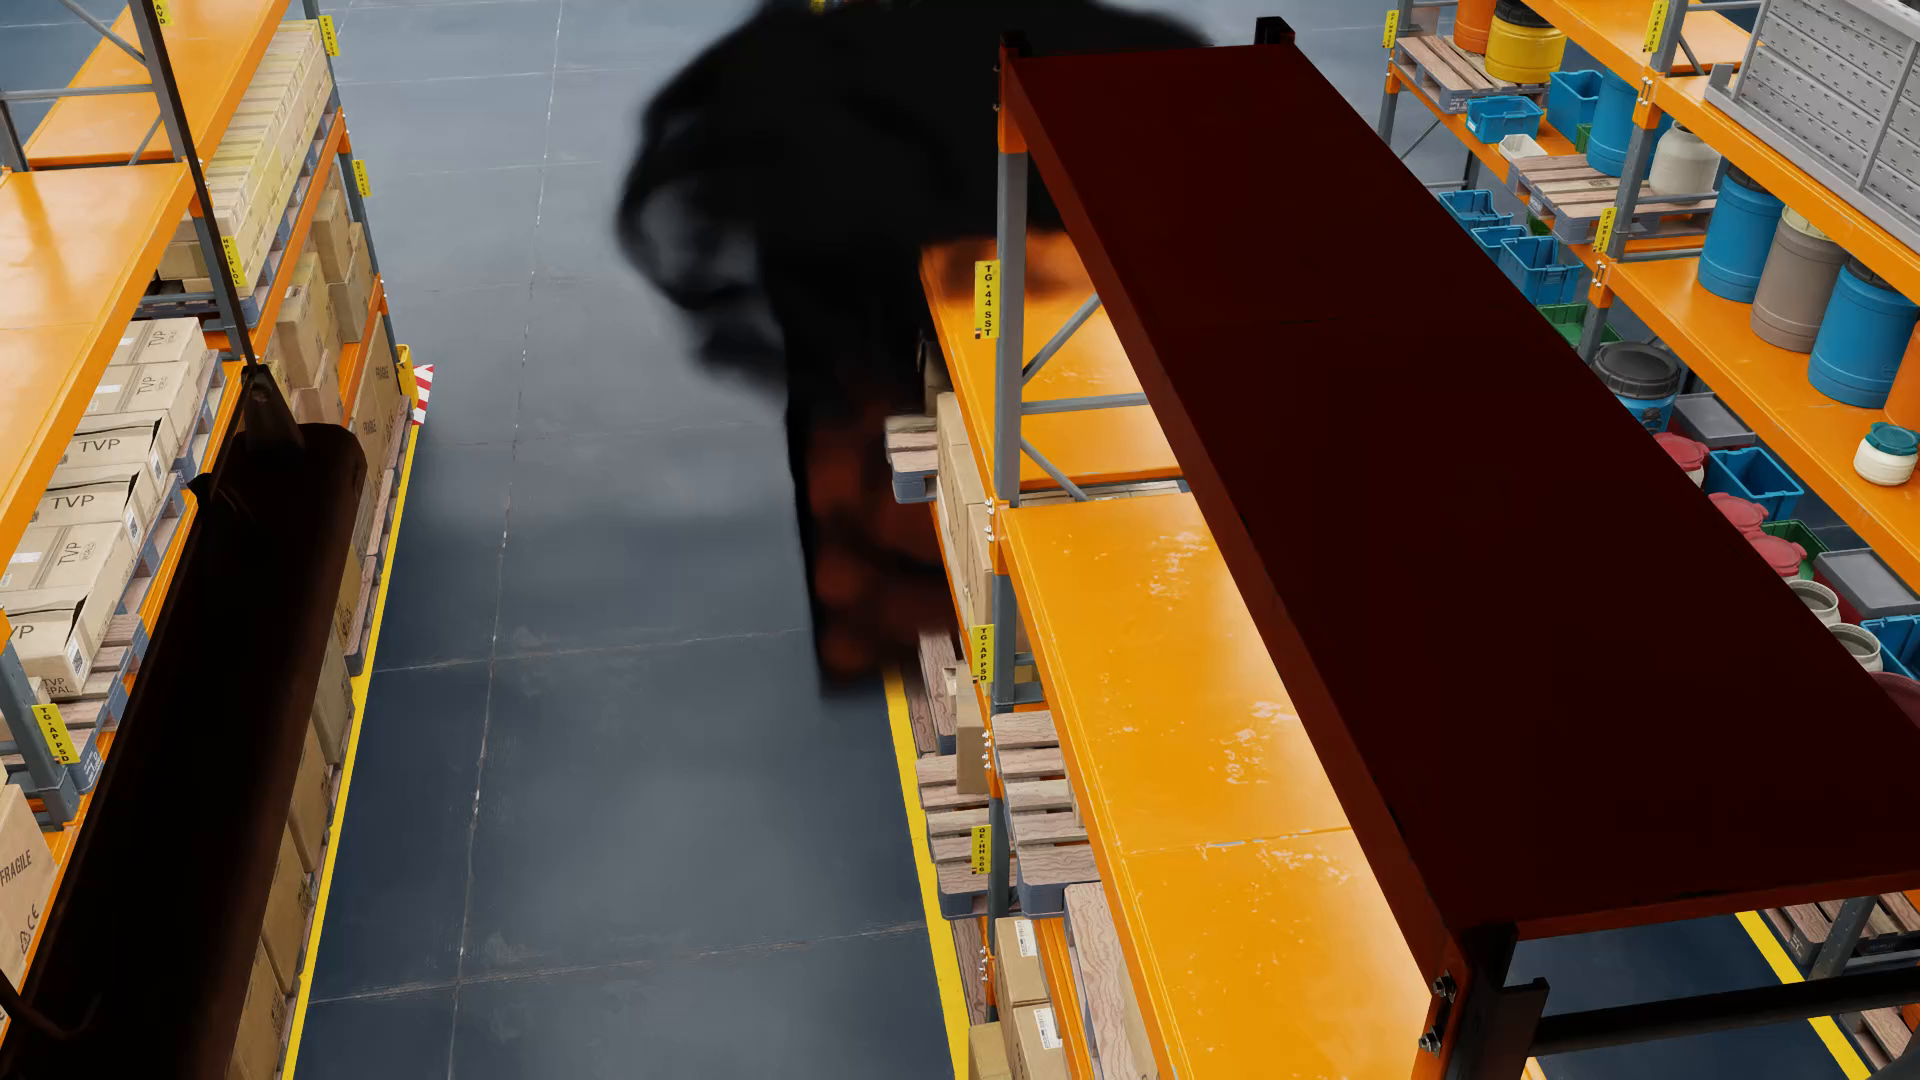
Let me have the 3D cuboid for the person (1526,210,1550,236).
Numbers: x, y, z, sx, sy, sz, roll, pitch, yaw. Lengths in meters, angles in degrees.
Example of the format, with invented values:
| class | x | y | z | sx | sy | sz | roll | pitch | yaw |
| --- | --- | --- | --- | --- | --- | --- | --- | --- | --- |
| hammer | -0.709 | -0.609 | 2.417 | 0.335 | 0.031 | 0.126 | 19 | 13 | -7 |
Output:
| class | x | y | z | sx | sy | sz | roll | pitch | yaw |
| --- | --- | --- | --- | --- | --- | --- | --- | --- | --- |
| person | 5.677 | -3.335 | 16.034 | 0.678 | 1.786 | 0.557 | -19 | 41 | -24 |
